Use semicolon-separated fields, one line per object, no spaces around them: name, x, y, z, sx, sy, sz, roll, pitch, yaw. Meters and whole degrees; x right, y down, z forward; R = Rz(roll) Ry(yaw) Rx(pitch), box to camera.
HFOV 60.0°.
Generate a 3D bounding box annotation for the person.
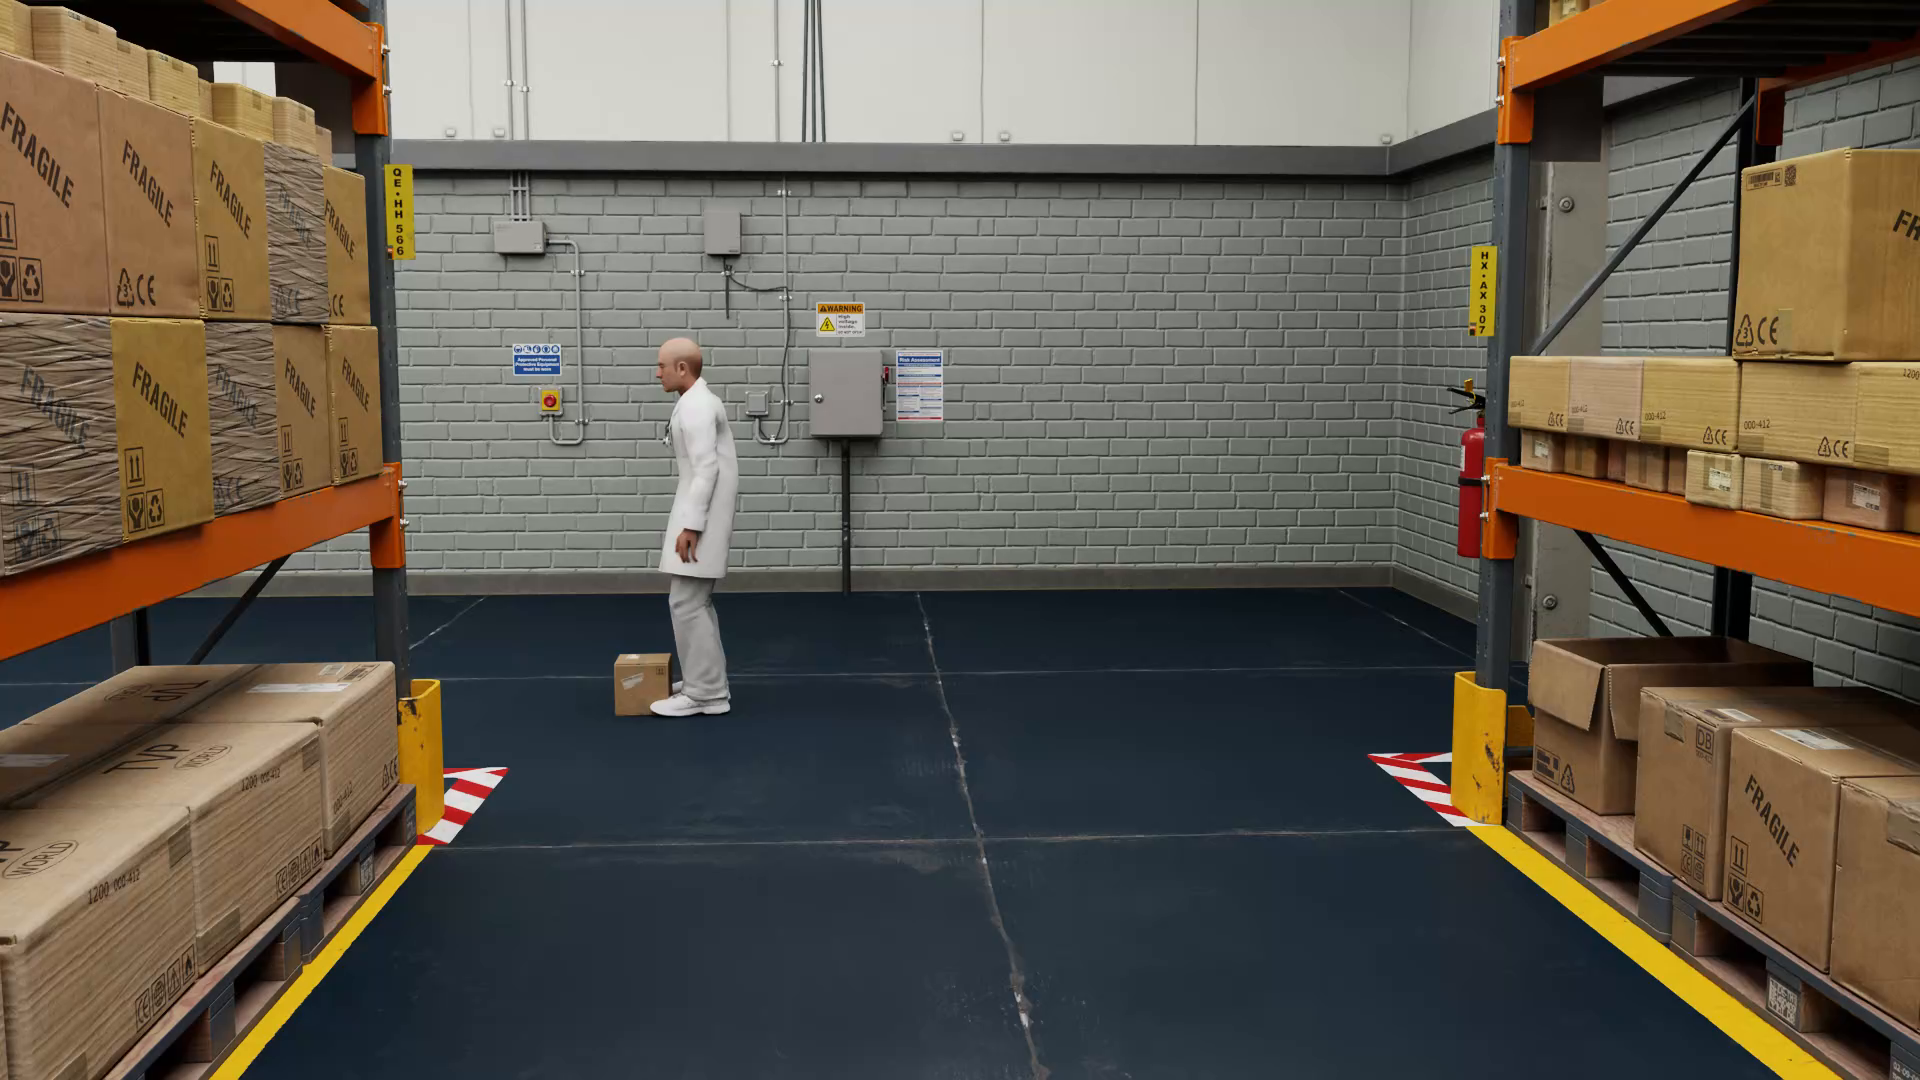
person;-1.261;-0.068;7.882;0.429;1.772;0.645;-1;7;-7
